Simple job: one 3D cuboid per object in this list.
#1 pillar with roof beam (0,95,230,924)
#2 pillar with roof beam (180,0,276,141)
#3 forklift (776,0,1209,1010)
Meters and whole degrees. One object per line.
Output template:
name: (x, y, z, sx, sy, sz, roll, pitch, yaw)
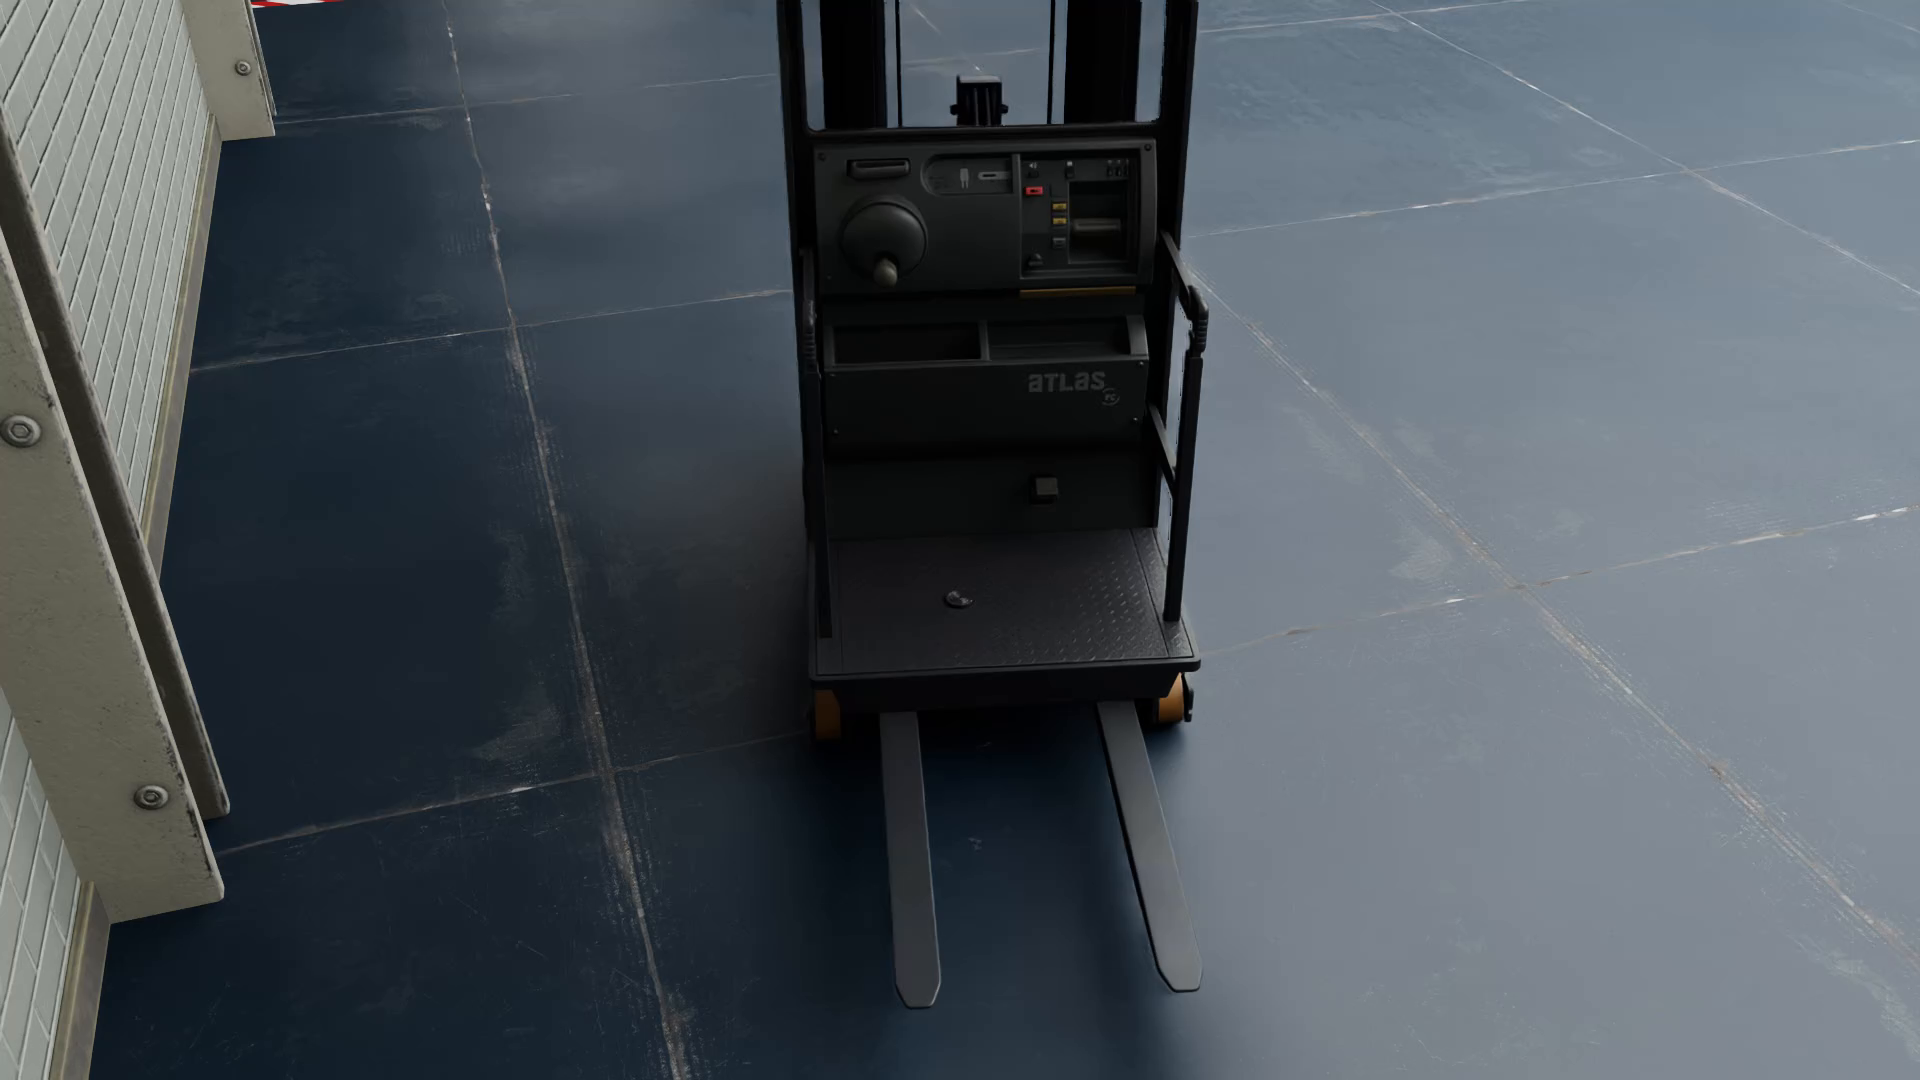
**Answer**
pillar with roof beam: (1.973, -3.619, 3.064, 9.100, 9.000, 0.400, -10, 35, -15)
pillar with roof beam: (0.143, -6.769, 7.831, 9.100, 9.000, 0.400, -10, 35, -15)
forklift: (0.092, -0.828, 4.345, 1.130, 2.935, 3.031, -3, 34, -4)
